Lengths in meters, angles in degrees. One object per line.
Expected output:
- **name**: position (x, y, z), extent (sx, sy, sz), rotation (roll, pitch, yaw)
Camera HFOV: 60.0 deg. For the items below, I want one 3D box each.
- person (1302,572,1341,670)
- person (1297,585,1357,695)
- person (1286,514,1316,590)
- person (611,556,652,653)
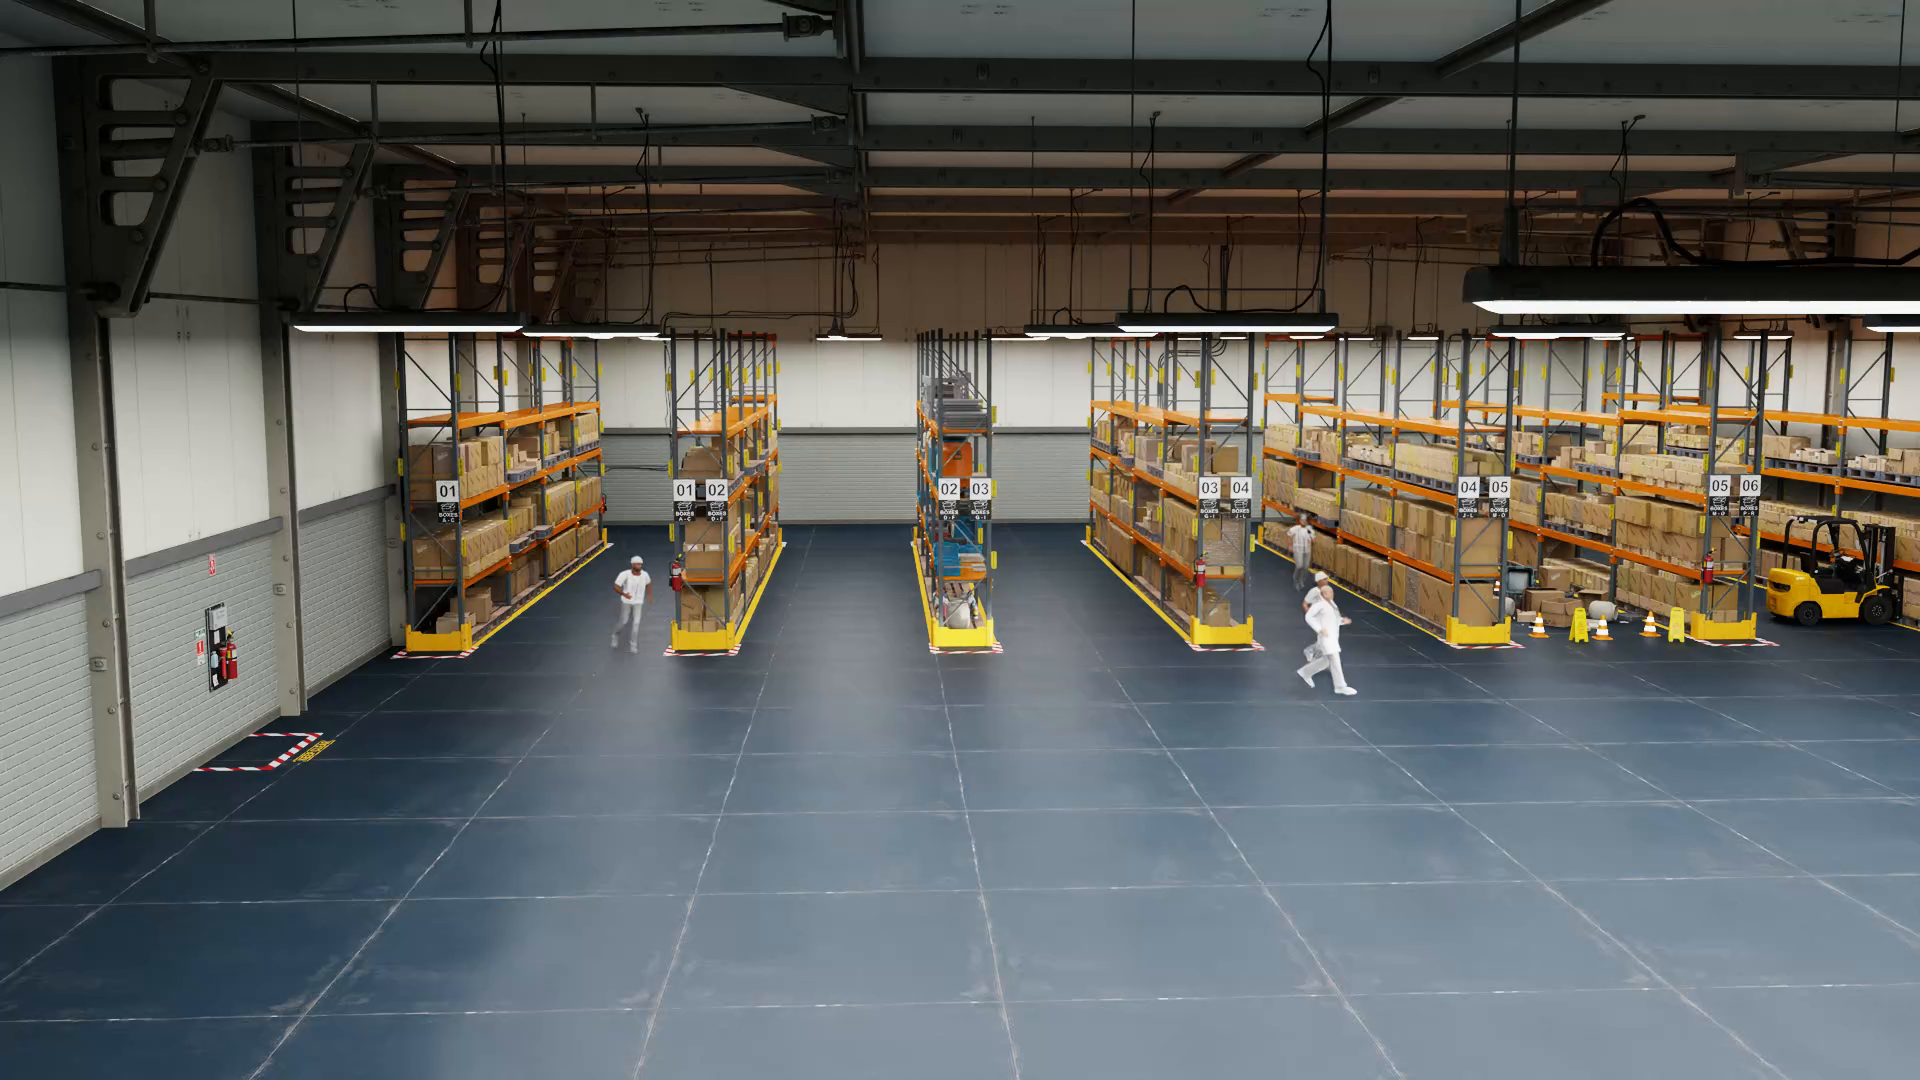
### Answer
- **person**: position (6.371, 1.426, 29.201), extent (0.576, 1.736, 0.663), rotation (5, 9, 38)
- **person**: position (5.998, 1.611, 27.136), extent (1.048, 1.748, 0.716), rotation (4, 8, 32)
- **person**: position (7.984, 0.287, 38.771), extent (0.636, 1.798, 0.699), rotation (-1, 7, -6)
- **person**: position (-6.092, 1.181, 31.092), extent (0.749, 1.757, 0.872), rotation (-4, 8, -30)
